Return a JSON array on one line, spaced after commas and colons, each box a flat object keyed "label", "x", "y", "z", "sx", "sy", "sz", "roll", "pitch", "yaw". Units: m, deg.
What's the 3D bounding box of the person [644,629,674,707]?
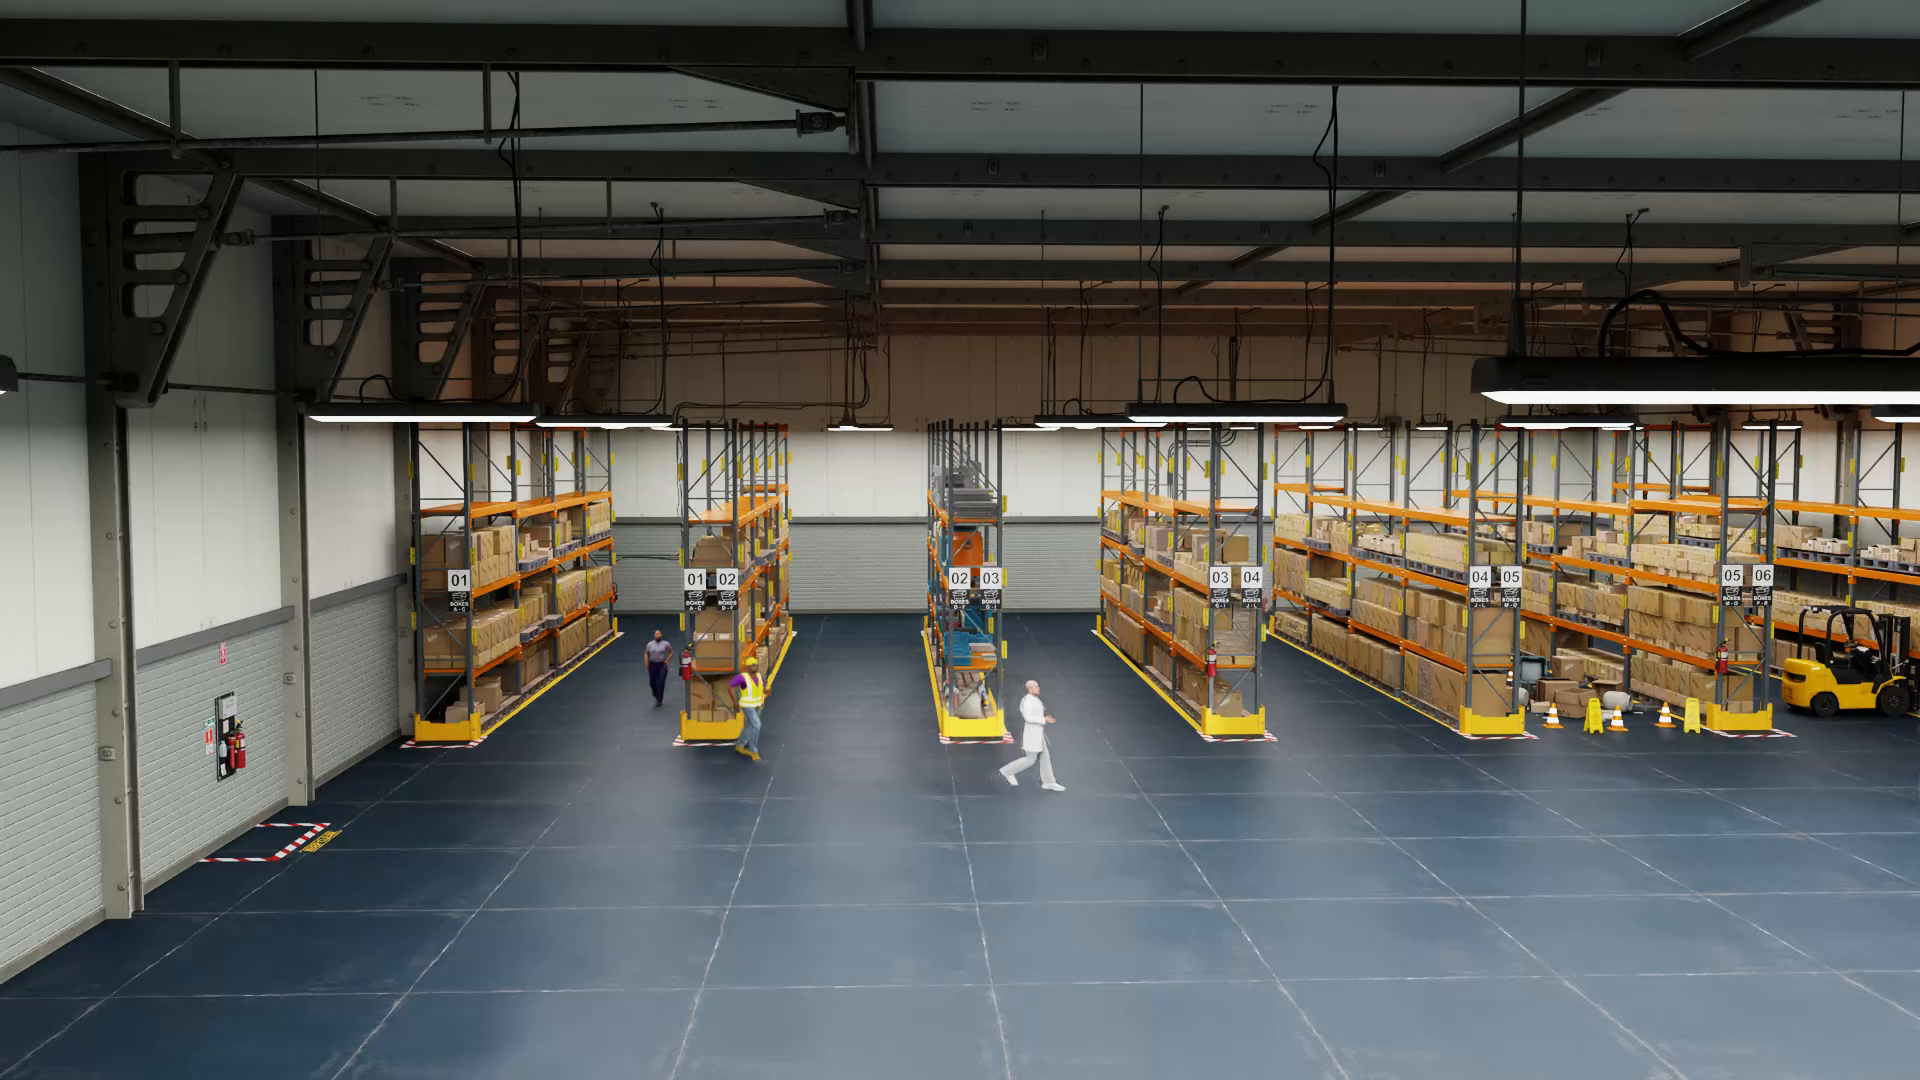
[{"label": "person", "x": -6.363, "y": 2.686, "z": 35.150, "sx": 0.615, "sy": 1.609, "sz": 0.587, "roll": 0, "pitch": 4, "yaw": -4}]

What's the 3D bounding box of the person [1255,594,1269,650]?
[{"label": "person", "x": 7.871, "y": 2.092, "z": 43.995, "sx": 0.639, "sy": 1.666, "sz": 0.702, "roll": 0, "pitch": 4, "yaw": 3}]

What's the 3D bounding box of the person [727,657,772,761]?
[{"label": "person", "x": -3.681, "y": 2.975, "z": 29.326, "sx": 0.775, "sy": 1.828, "sz": 0.678, "roll": 2, "pitch": 4, "yaw": 32}]

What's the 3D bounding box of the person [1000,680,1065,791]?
[{"label": "person", "x": 1.162, "y": 3.116, "z": 26.525, "sx": 1.047, "sy": 1.768, "sz": 0.708, "roll": 1, "pitch": 4, "yaw": 13}]
